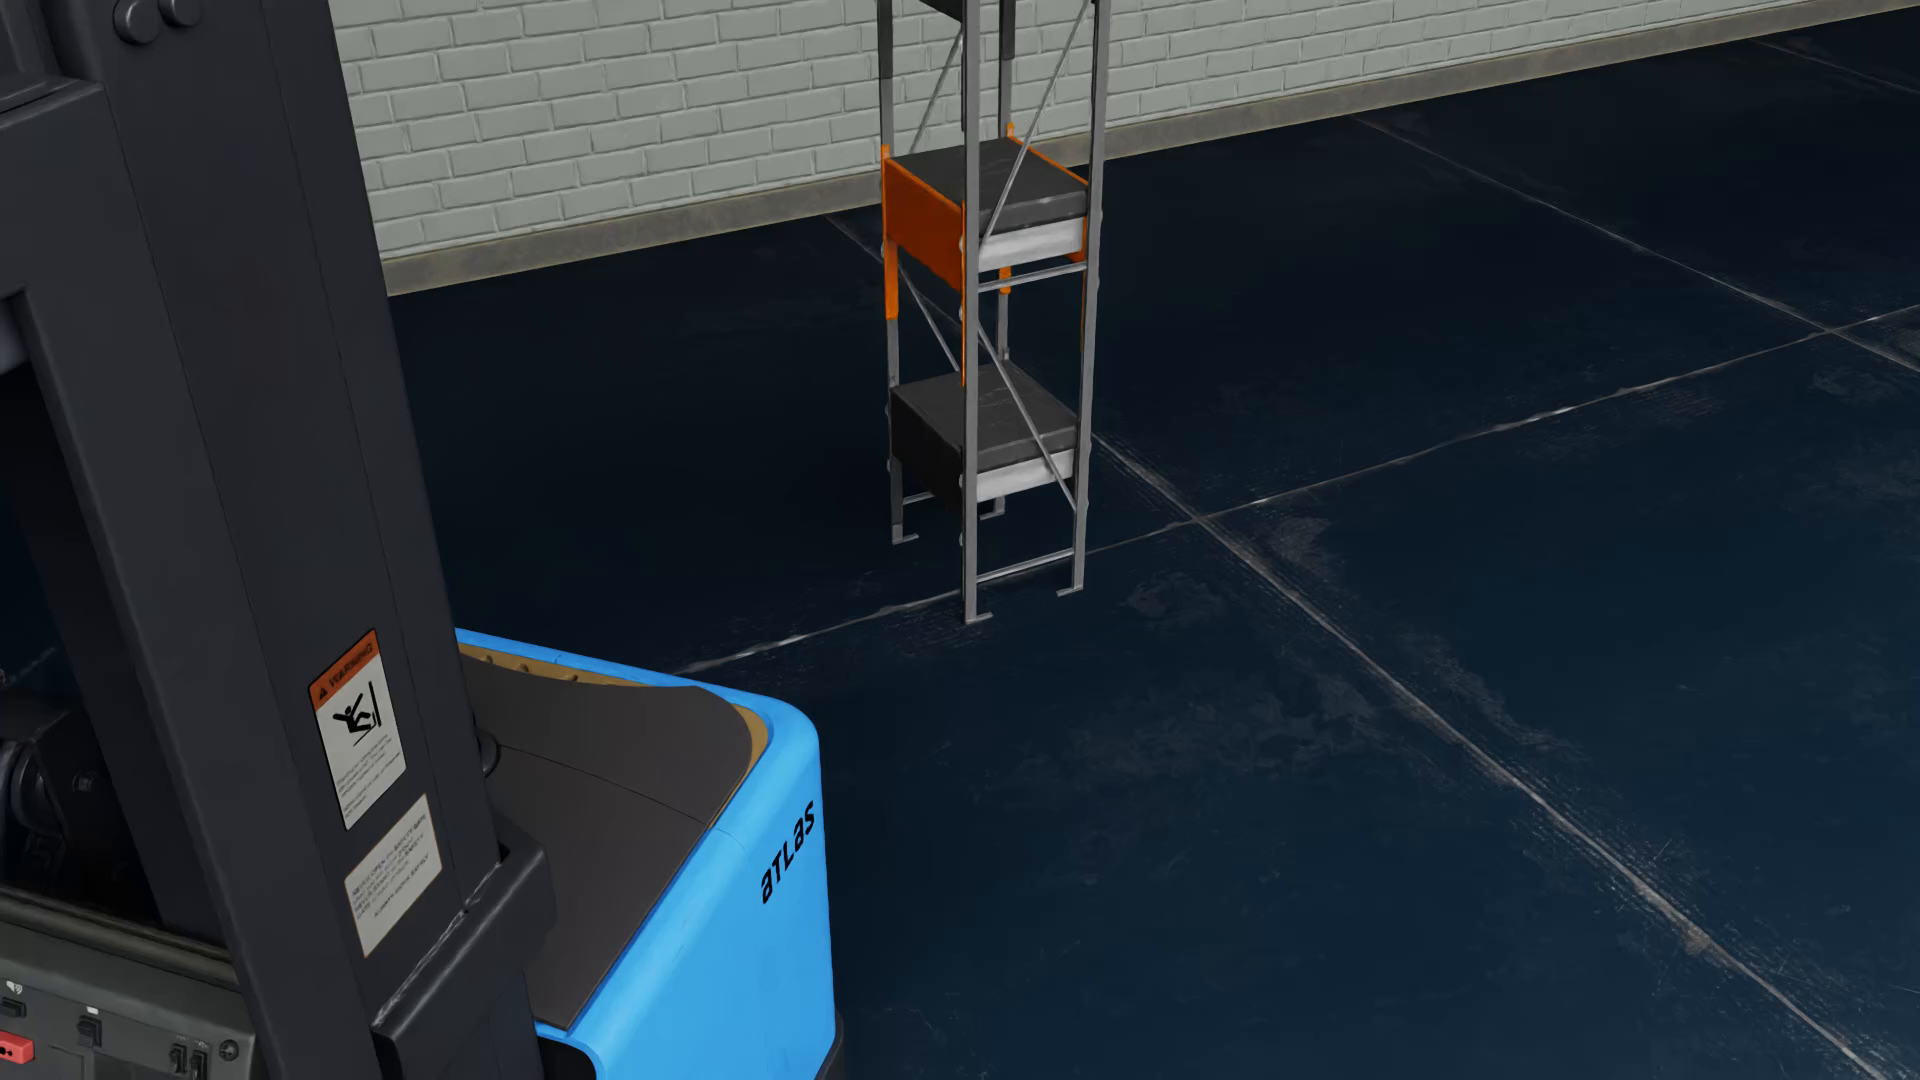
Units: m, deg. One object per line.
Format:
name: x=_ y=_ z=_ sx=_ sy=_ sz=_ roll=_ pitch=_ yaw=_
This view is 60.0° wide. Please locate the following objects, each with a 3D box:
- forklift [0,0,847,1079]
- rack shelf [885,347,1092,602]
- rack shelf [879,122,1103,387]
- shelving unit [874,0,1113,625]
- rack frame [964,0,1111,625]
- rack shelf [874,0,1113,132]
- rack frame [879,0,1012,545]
forklift: x=-1.185 y=0.617 z=1.570 sx=1.130 sy=2.935 sz=3.031 roll=11 pitch=34 yaw=16
rack shelf: x=0.077 y=-0.204 z=4.945 sx=0.431 sy=0.518 sz=0.480 roll=-16 pitch=36 yaw=-23
rack shelf: x=0.077 y=-0.794 z=4.568 sx=0.431 sy=0.518 sz=0.480 roll=-16 pitch=36 yaw=-23
shelving unit: x=0.077 y=-0.805 z=4.560 sx=0.431 sy=2.100 sz=0.503 roll=-16 pitch=36 yaw=-23
rack frame: x=0.191 y=-0.689 z=4.379 sx=0.400 sy=2.100 sz=0.015 roll=-16 pitch=36 yaw=-23
rack shelf: x=0.077 y=-1.383 z=4.190 sx=0.431 sy=0.518 sz=0.480 roll=-16 pitch=36 yaw=-23
rack frame: x=-0.037 y=-0.922 z=4.742 sx=0.400 sy=2.100 sz=0.015 roll=-16 pitch=36 yaw=-23
